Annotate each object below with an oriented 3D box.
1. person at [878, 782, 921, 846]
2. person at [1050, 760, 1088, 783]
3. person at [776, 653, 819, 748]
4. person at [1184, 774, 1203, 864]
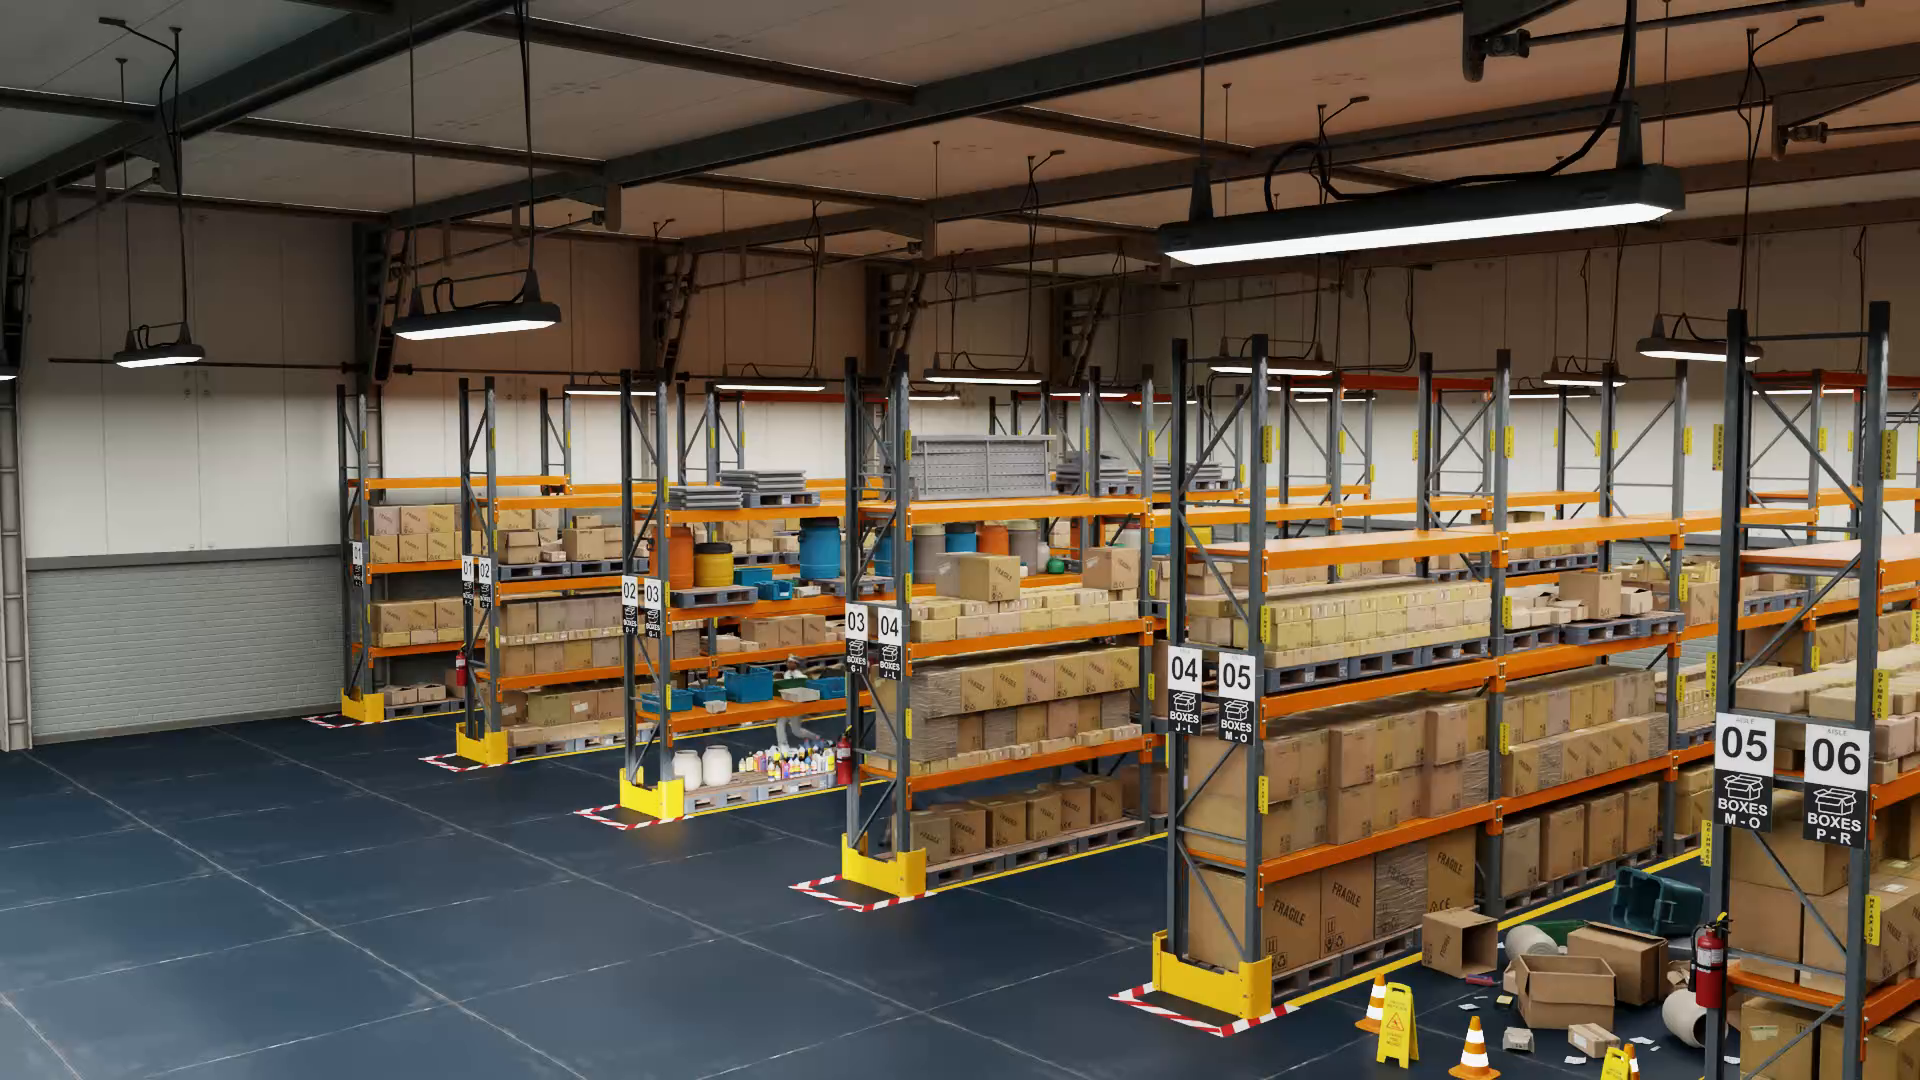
[{"bbox_3d":[-0.746,2.906,20.909,0.657,1.729,0.888,4,5,44],"label":"person"},{"bbox_3d":[1.531,2.791,23.681,0.583,1.598,0.924,4,5,43],"label":"person"},{"bbox_3d":[-2.625,2.608,26.176,0.815,1.669,0.588,-3,5,-42],"label":"person"},{"bbox_3d":[2.601,3.165,18.158,0.583,1.681,0.659,3,5,34],"label":"person"}]
